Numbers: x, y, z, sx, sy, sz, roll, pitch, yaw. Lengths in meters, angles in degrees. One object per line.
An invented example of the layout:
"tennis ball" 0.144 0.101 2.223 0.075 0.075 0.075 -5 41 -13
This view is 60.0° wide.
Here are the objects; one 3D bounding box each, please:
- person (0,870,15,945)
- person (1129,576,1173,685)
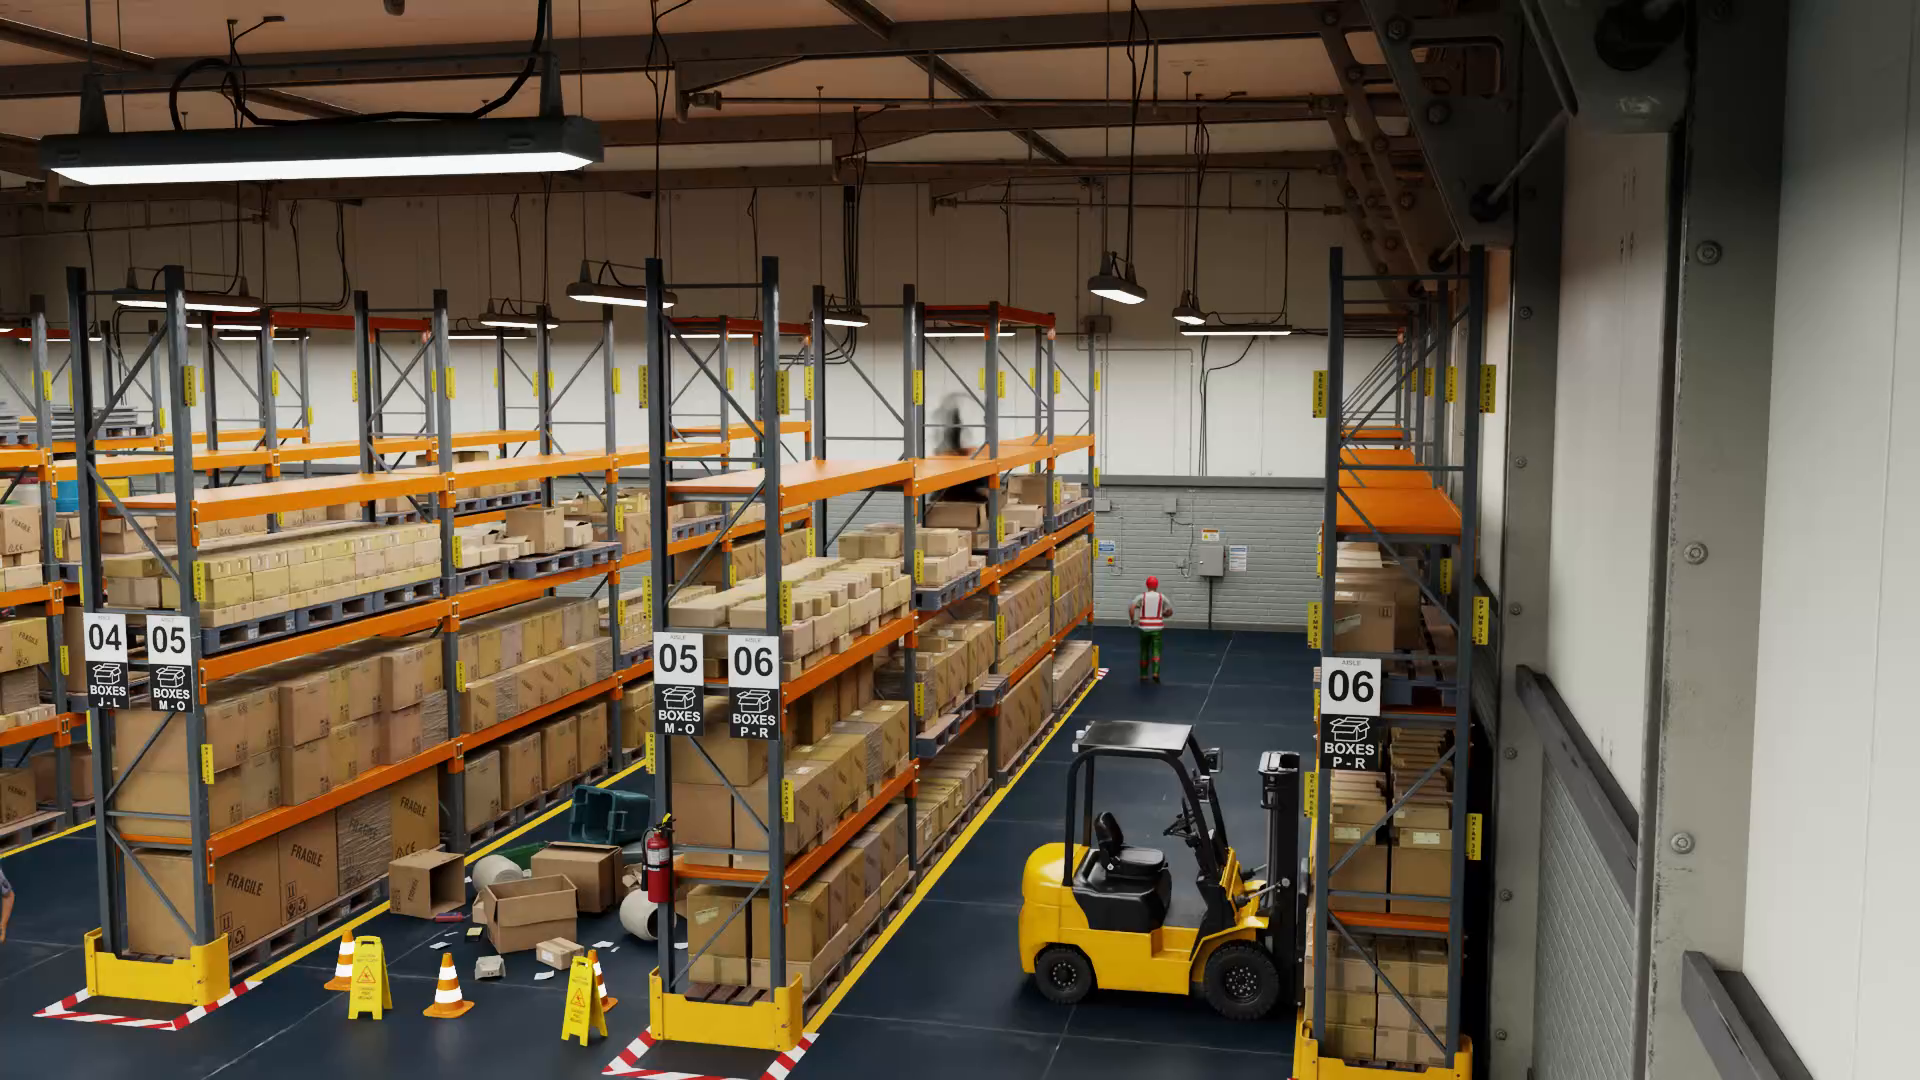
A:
"person" -7.650 3.093 12.824 0.657 1.592 0.756 -3 7 -29
"person" 3.139 1.486 27.353 0.712 1.795 0.968 1 6 7
